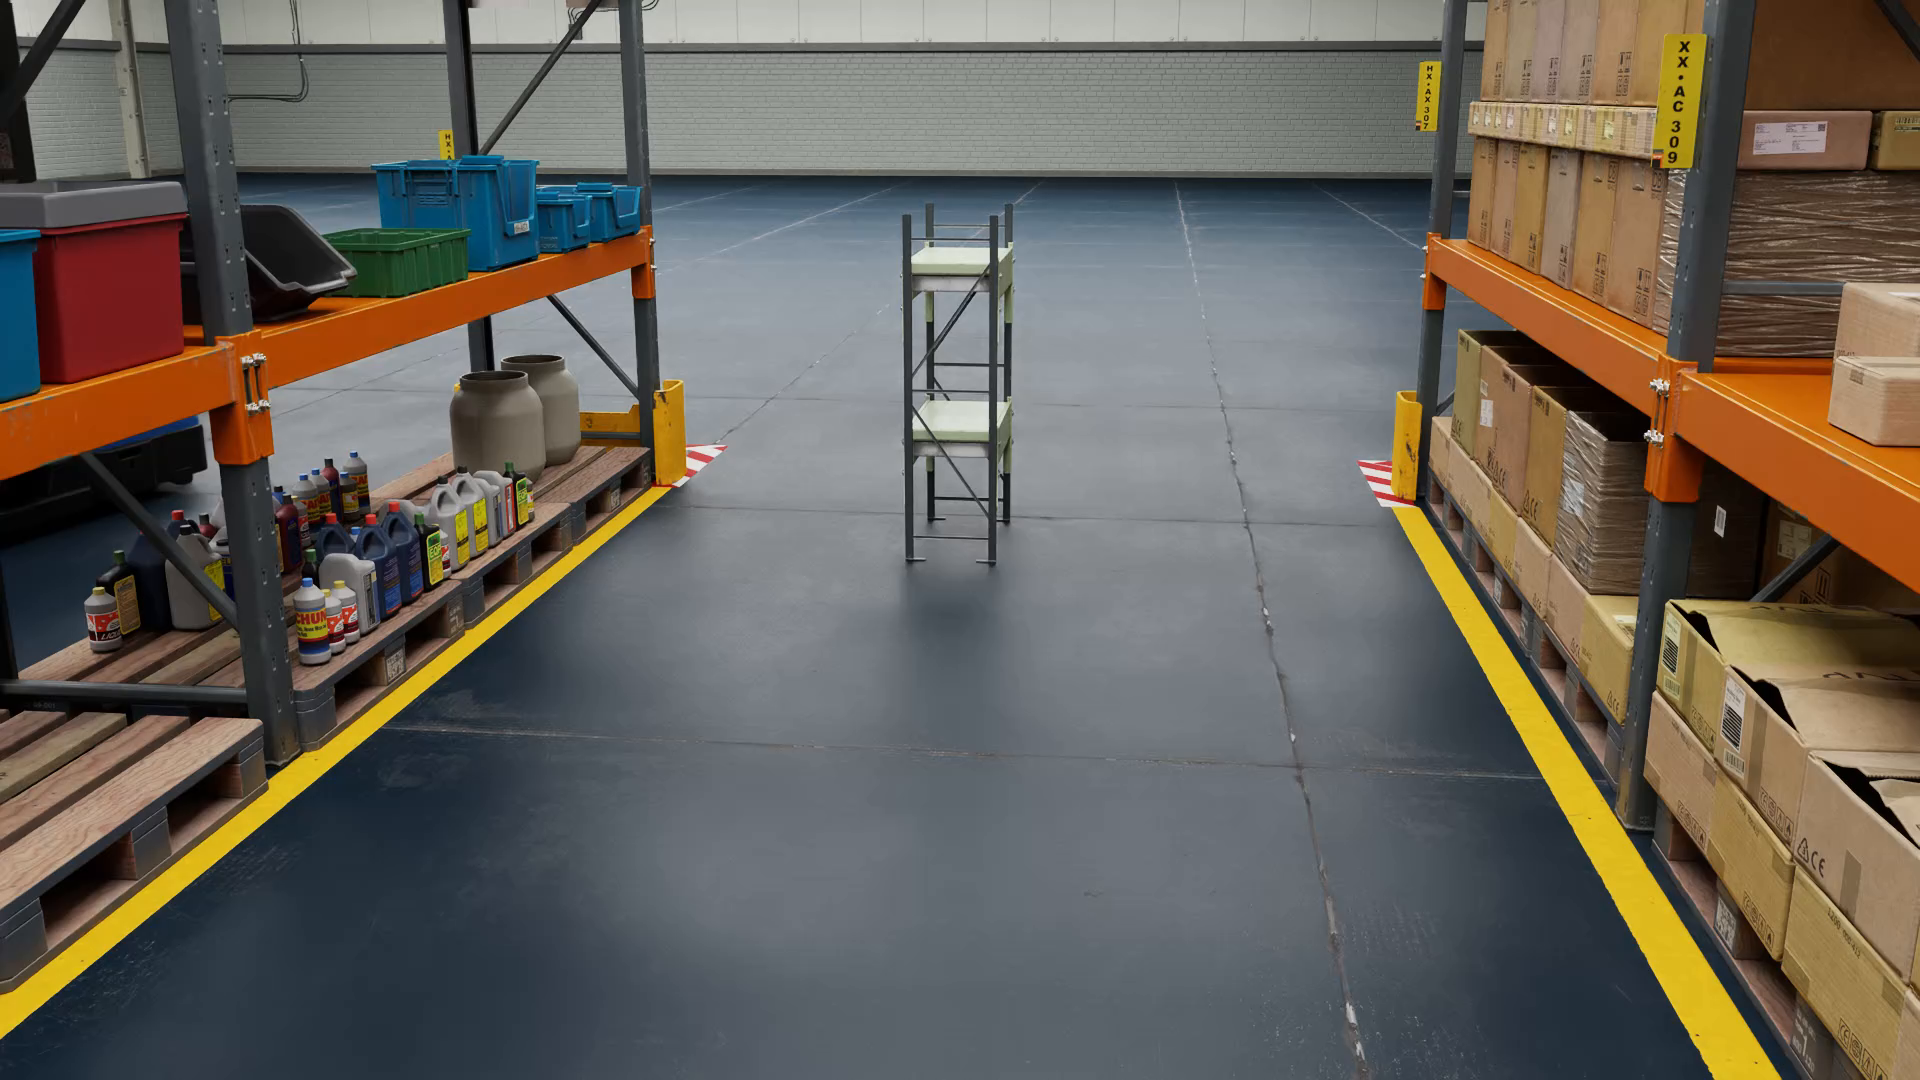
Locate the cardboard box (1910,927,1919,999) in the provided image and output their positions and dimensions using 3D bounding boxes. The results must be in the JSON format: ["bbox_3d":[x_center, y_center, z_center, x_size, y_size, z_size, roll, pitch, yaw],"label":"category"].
[{"bbox_3d":[1.895,0.720,2.640,0.500,0.311,0.500,2,15,8],"label":"cardboard box"}]

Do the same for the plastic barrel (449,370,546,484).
[{"bbox_3d":[-2.163,-0.515,7.783,0.421,0.512,0.421,0,15,0],"label":"plastic barrel"}]

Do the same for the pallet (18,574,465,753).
[{"bbox_3d":[-2.443,0.394,5.800,1.003,0.211,1.213,2,15,6],"label":"pallet"}]

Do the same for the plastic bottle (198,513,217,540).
[{"bbox_3d":[-2.775,0.051,6.088,0.061,0.283,0.133,3,15,10],"label":"plastic bottle"}]

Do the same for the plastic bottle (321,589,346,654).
[{"bbox_3d":[-2.077,0.263,5.460,0.097,0.201,0.097,0,15,0],"label":"plastic bottle"}]

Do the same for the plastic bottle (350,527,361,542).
[{"bbox_3d":[-2.160,0.087,5.976,0.097,0.271,0.097,0,15,0],"label":"plastic bottle"}]

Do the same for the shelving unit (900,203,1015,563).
[{"bbox_3d":[0.001,-0.726,7.473,0.431,1.500,0.755,2,15,6],"label":"shelving unit"}]

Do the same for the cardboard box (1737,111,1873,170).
[{"bbox_3d":[2.179,-1.070,4.440,0.380,0.149,0.250,2,15,6],"label":"cardboard box"}]

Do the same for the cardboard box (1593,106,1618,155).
[{"bbox_3d":[2.296,-1.334,5.415,0.380,0.149,0.250,2,15,6],"label":"cardboard box"}]

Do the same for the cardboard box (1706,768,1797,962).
[{"bbox_3d":[2.011,0.722,3.707,0.500,0.250,0.500,2,15,8],"label":"cardboard box"}]

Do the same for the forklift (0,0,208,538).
[{"bbox_3d":[-4.864,-1.393,7.197,1.130,2.935,3.031,4,16,15],"label":"forklift"}]

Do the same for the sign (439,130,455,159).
[{"bbox_3d":[-2.655,-1.967,8.661,0.100,0.325,0.005,2,15,6],"label":"sign"}]

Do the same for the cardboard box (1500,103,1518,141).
[{"bbox_3d":[2.467,-1.737,6.905,0.380,0.149,0.250,1,15,5],"label":"cardboard box"}]

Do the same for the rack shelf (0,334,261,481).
[{"bbox_3d":[-2.786,0.087,2.972,1.077,0.370,4.000,2,15,6],"label":"rack shelf"}]

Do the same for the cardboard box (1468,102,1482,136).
[{"bbox_3d":[2.555,-1.936,7.639,0.380,0.149,0.250,2,15,6],"label":"cardboard box"}]

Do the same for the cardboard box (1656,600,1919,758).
[{"bbox_3d":[2.067,0.322,4.115,0.500,0.311,0.500,2,15,6],"label":"cardboard box"}]

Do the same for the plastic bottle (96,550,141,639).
[{"bbox_3d":[-2.833,0.185,5.591,0.061,0.283,0.133,2,15,9],"label":"plastic bottle"}]

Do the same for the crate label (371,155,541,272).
[{"bbox_3d":[-2.047,-1.348,6.834,0.502,0.435,0.616,2,15,6],"label":"crate label"}]

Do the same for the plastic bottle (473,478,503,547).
[{"bbox_3d":[-1.951,-0.124,6.750,0.152,0.276,0.135,1,15,5],"label":"plastic bottle"}]

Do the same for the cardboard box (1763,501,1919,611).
[{"bbox_3d":[2.725,0.019,4.870,0.500,0.500,0.500,2,15,6],"label":"cardboard box"}]

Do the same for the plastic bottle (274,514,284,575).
[{"bbox_3d":[-2.611,0.007,6.250,0.061,0.283,0.133,2,15,6],"label":"plastic bottle"}]

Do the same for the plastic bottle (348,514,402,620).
[{"bbox_3d":[-2.056,0.090,5.814,0.144,0.351,0.185,2,15,8],"label":"plastic bottle"}]

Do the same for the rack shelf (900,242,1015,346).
[{"bbox_3d":[0.001,-1.102,7.371,0.431,0.370,0.720,2,15,6],"label":"rack shelf"}]

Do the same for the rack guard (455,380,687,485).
[{"bbox_3d":[-2.070,-0.589,8.881,1.175,0.500,0.348,2,15,6],"label":"rack guard"}]

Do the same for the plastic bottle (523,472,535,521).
[{"bbox_3d":[-1.880,-0.189,7.132,0.097,0.201,0.097,0,15,0],"label":"plastic bottle"}]

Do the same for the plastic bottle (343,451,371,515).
[{"bbox_3d":[-2.623,-0.251,7.227,0.097,0.271,0.097,0,15,0],"label":"plastic bottle"}]

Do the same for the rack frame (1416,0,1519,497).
[{"bbox_3d":[2.813,-1.670,8.090,1.000,3.000,0.127,2,15,6],"label":"rack frame"}]

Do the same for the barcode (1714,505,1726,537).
[{"bbox_3d":[1.919,-0.047,4.197,0.001,0.075,0.075,2,15,6],"label":"barcode"}]

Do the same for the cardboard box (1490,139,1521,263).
[{"bbox_3d":[2.693,-1.461,7.126,0.700,0.500,0.500,2,15,8],"label":"cardboard box"}]

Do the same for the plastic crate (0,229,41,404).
[{"bbox_3d":[-2.375,-0.476,3.707,0.392,0.384,0.575,2,15,6],"label":"plastic crate"}]

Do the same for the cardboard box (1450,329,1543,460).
[{"bbox_3d":[2.477,-0.645,7.326,0.500,0.500,0.500,2,15,6],"label":"cardboard box"}]

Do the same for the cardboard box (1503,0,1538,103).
[{"bbox_3d":[2.687,-2.073,6.905,0.700,0.500,0.500,1,15,5],"label":"cardboard box"}]

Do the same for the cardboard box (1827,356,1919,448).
[{"bbox_3d":[2.058,-0.287,3.458,0.380,0.149,0.250,2,15,6],"label":"cardboard box"}]

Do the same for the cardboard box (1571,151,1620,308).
[{"bbox_3d":[2.519,-1.063,5.654,0.700,0.500,0.500,2,15,7],"label":"cardboard box"}]

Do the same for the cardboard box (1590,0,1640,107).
[{"bbox_3d":[2.518,-1.683,5.462,0.700,0.500,0.500,2,15,6],"label":"cardboard box"}]

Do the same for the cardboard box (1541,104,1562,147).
[{"bbox_3d":[2.380,-1.537,6.165,0.380,0.149,0.250,2,15,7],"label":"cardboard box"}]

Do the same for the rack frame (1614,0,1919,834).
[{"bbox_3d":[2.361,-0.632,4.253,1.000,3.000,0.127,2,15,6],"label":"rack frame"}]

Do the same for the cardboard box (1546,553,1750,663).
[{"bbox_3d":[2.263,0.236,5.504,0.500,0.250,0.500,2,15,6],"label":"cardboard box"}]

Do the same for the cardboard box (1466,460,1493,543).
[{"bbox_3d":[2.422,-0.153,6.944,0.500,0.250,0.500,2,15,6],"label":"cardboard box"}]

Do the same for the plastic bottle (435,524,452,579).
[{"bbox_3d":[-1.980,0.041,6.283,0.097,0.201,0.097,0,15,0],"label":"plastic bottle"}]

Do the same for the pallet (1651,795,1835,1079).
[{"bbox_3d":[2.317,0.906,3.906,1.003,0.211,1.213,2,15,6],"label":"pallet"}]

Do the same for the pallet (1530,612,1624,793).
[{"bbox_3d":[2.493,0.509,5.375,1.003,0.211,1.213,2,15,6],"label":"pallet"}]

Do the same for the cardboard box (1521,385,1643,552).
[{"bbox_3d":[2.317,-0.255,5.886,0.500,0.500,0.500,2,15,6],"label":"cardboard box"}]

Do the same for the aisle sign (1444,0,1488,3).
[{"bbox_3d":[2.516,-2.951,7.847,0.394,0.787,0.004,2,15,6],"label":"aisle sign"}]

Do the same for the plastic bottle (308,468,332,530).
[{"bbox_3d":[-2.661,-0.162,6.898,0.097,0.271,0.097,0,15,0],"label":"plastic bottle"}]

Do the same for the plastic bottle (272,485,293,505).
[{"bbox_3d":[-2.696,-0.083,6.608,0.097,0.271,0.097,0,15,0],"label":"plastic bottle"}]
